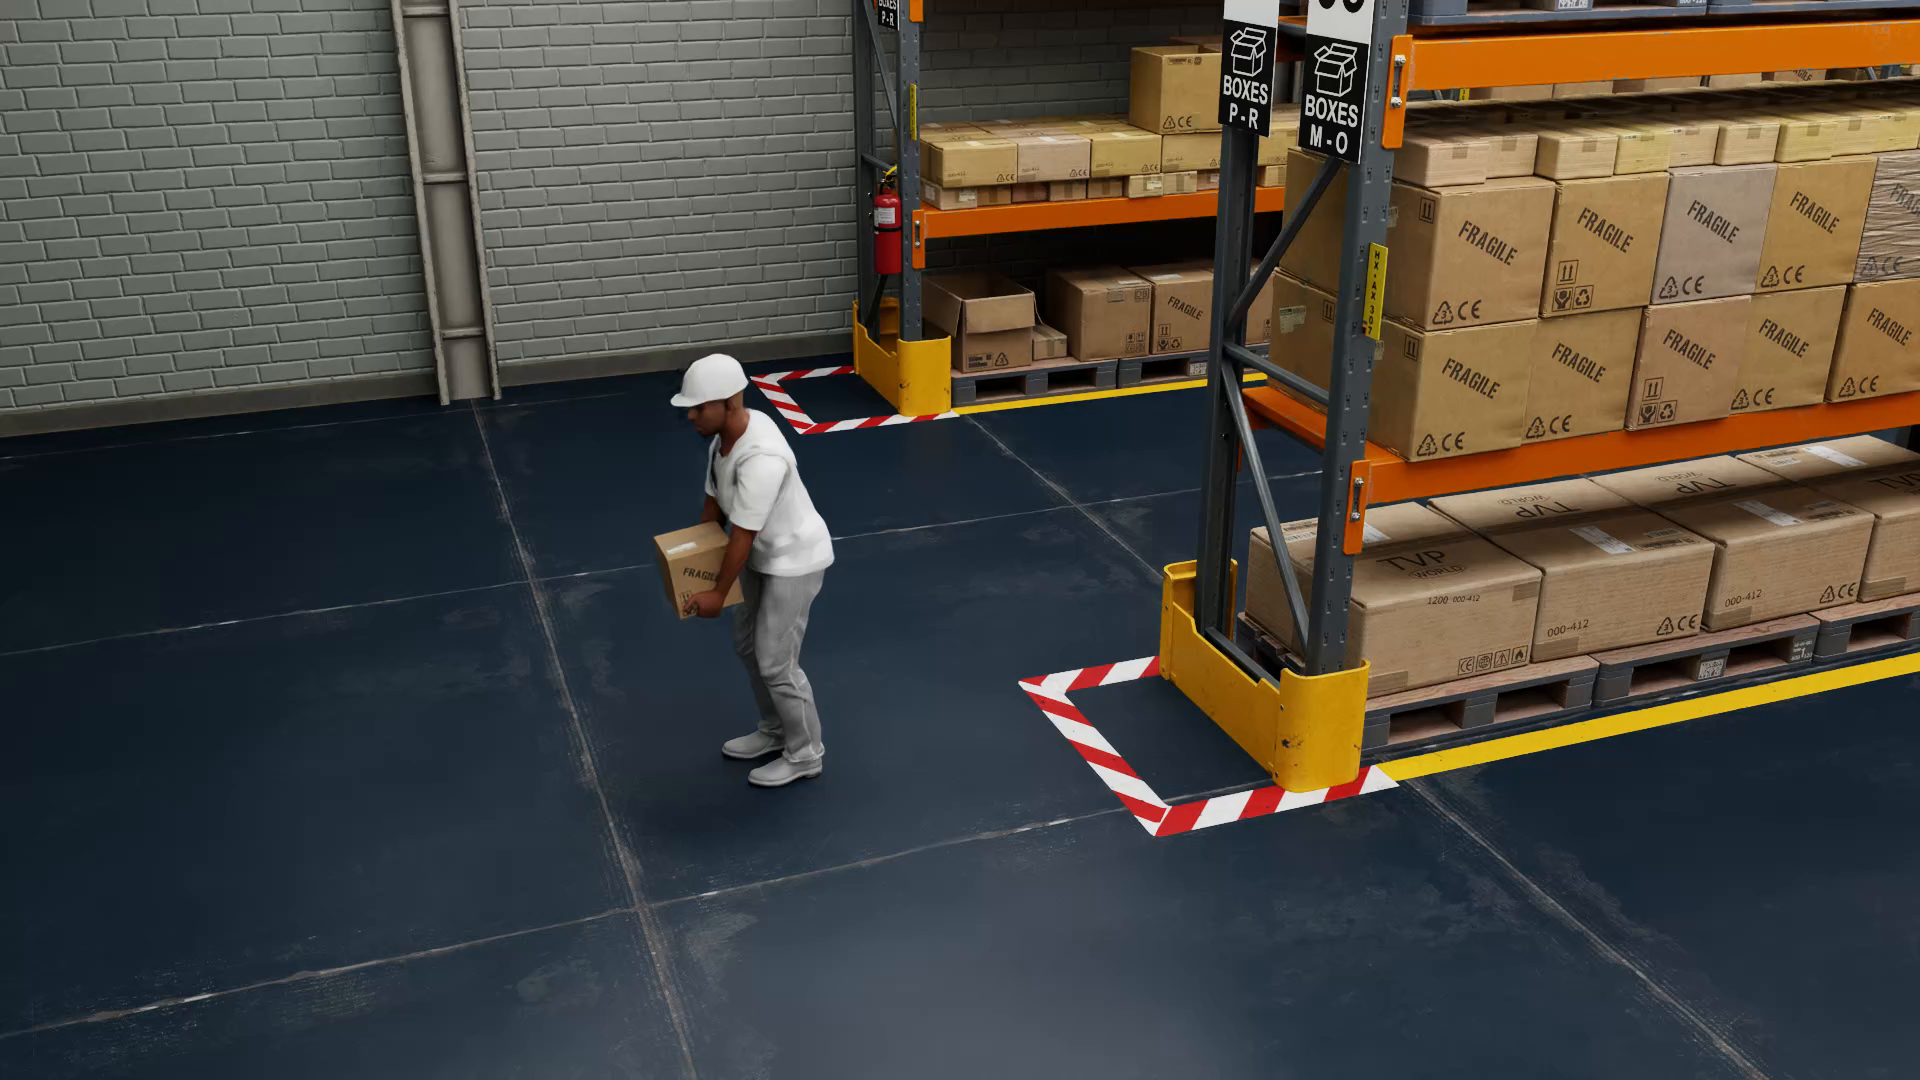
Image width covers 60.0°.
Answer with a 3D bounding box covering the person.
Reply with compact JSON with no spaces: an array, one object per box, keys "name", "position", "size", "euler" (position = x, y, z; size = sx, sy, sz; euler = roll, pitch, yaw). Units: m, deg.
[{"name":"person","position":[-0.793,0.115,6.343],"size":[0.609,1.719,0.498],"euler":[-9,24,-20]}]
